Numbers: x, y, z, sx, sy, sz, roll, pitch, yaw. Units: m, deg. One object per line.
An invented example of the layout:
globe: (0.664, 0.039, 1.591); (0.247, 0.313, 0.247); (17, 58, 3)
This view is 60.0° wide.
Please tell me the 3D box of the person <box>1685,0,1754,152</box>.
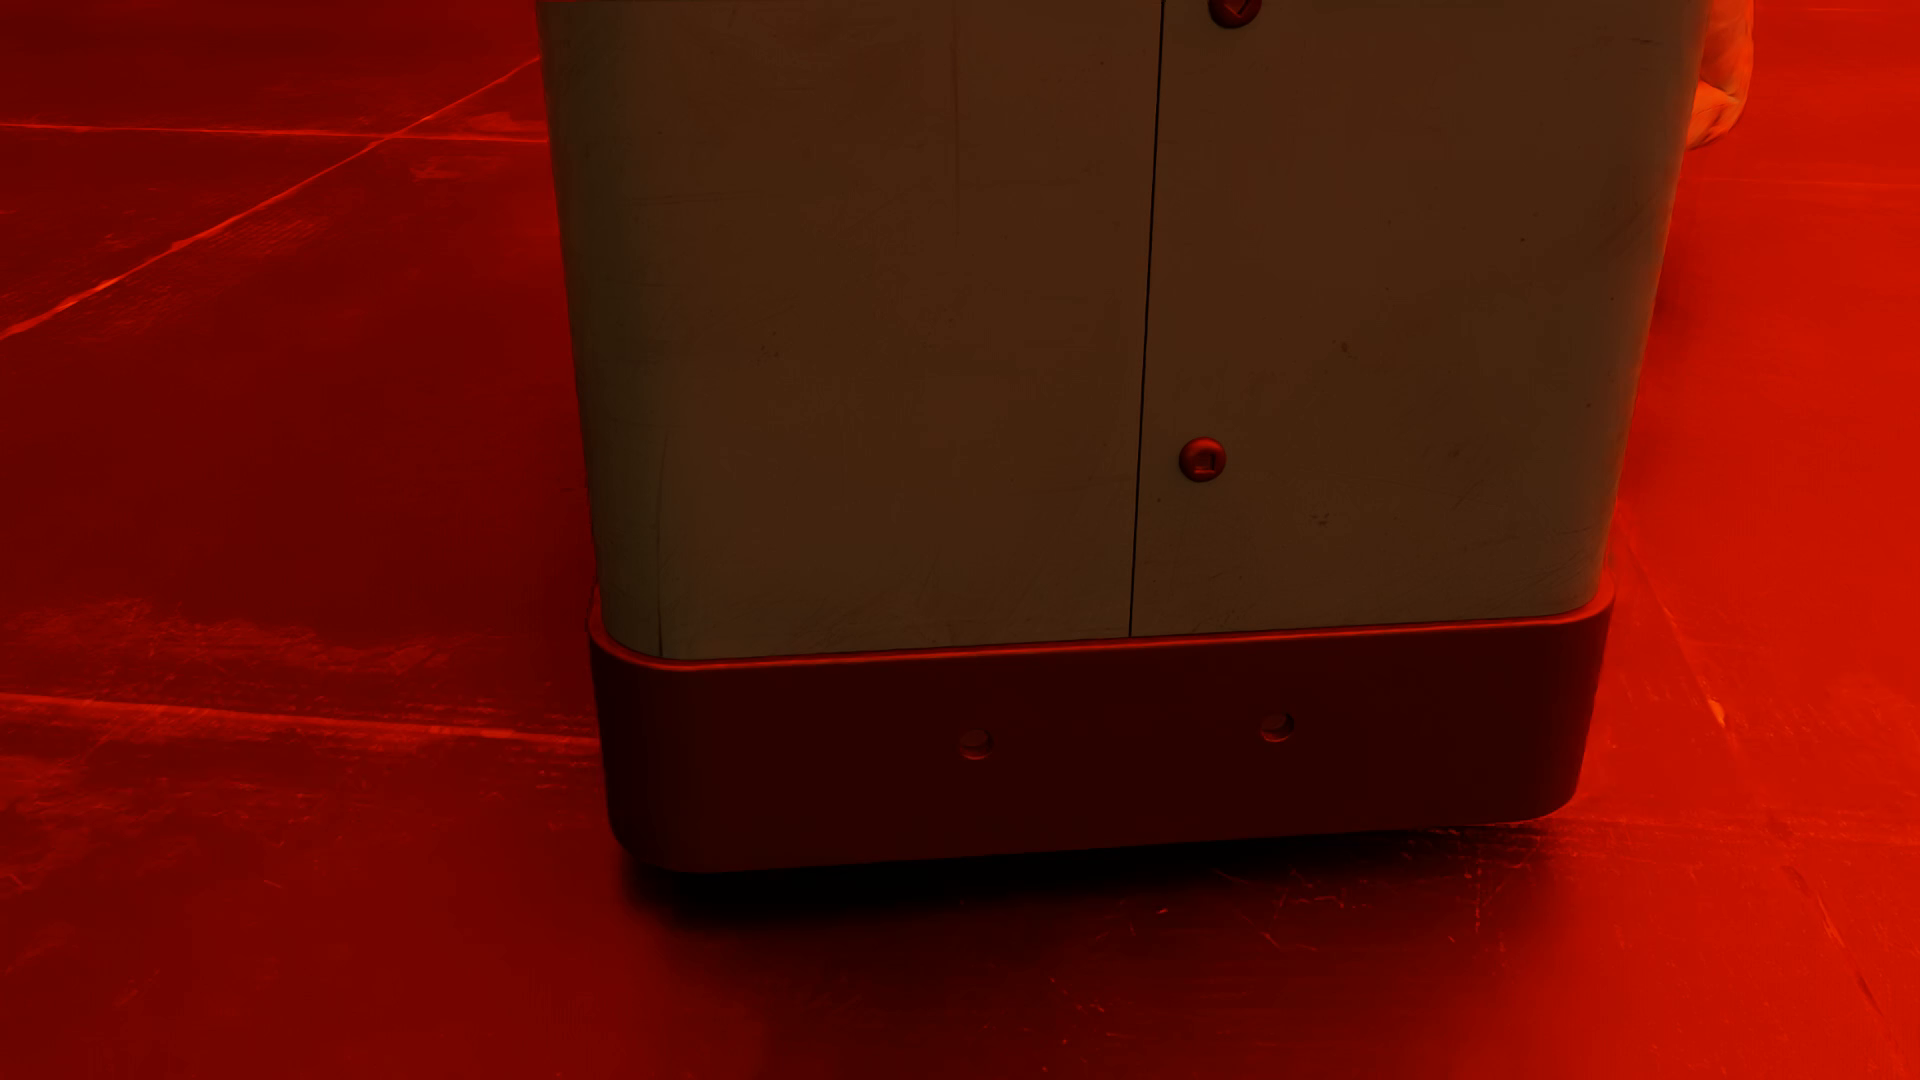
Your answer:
person: (1.514, -1.406, 3.743); (0.633, 1.452, 0.683); (16, 31, 29)

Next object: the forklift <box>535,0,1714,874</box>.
forklift: (0.010, -1.604, 2.432); (1.130, 2.935, 3.031); (-3, 27, -5)
